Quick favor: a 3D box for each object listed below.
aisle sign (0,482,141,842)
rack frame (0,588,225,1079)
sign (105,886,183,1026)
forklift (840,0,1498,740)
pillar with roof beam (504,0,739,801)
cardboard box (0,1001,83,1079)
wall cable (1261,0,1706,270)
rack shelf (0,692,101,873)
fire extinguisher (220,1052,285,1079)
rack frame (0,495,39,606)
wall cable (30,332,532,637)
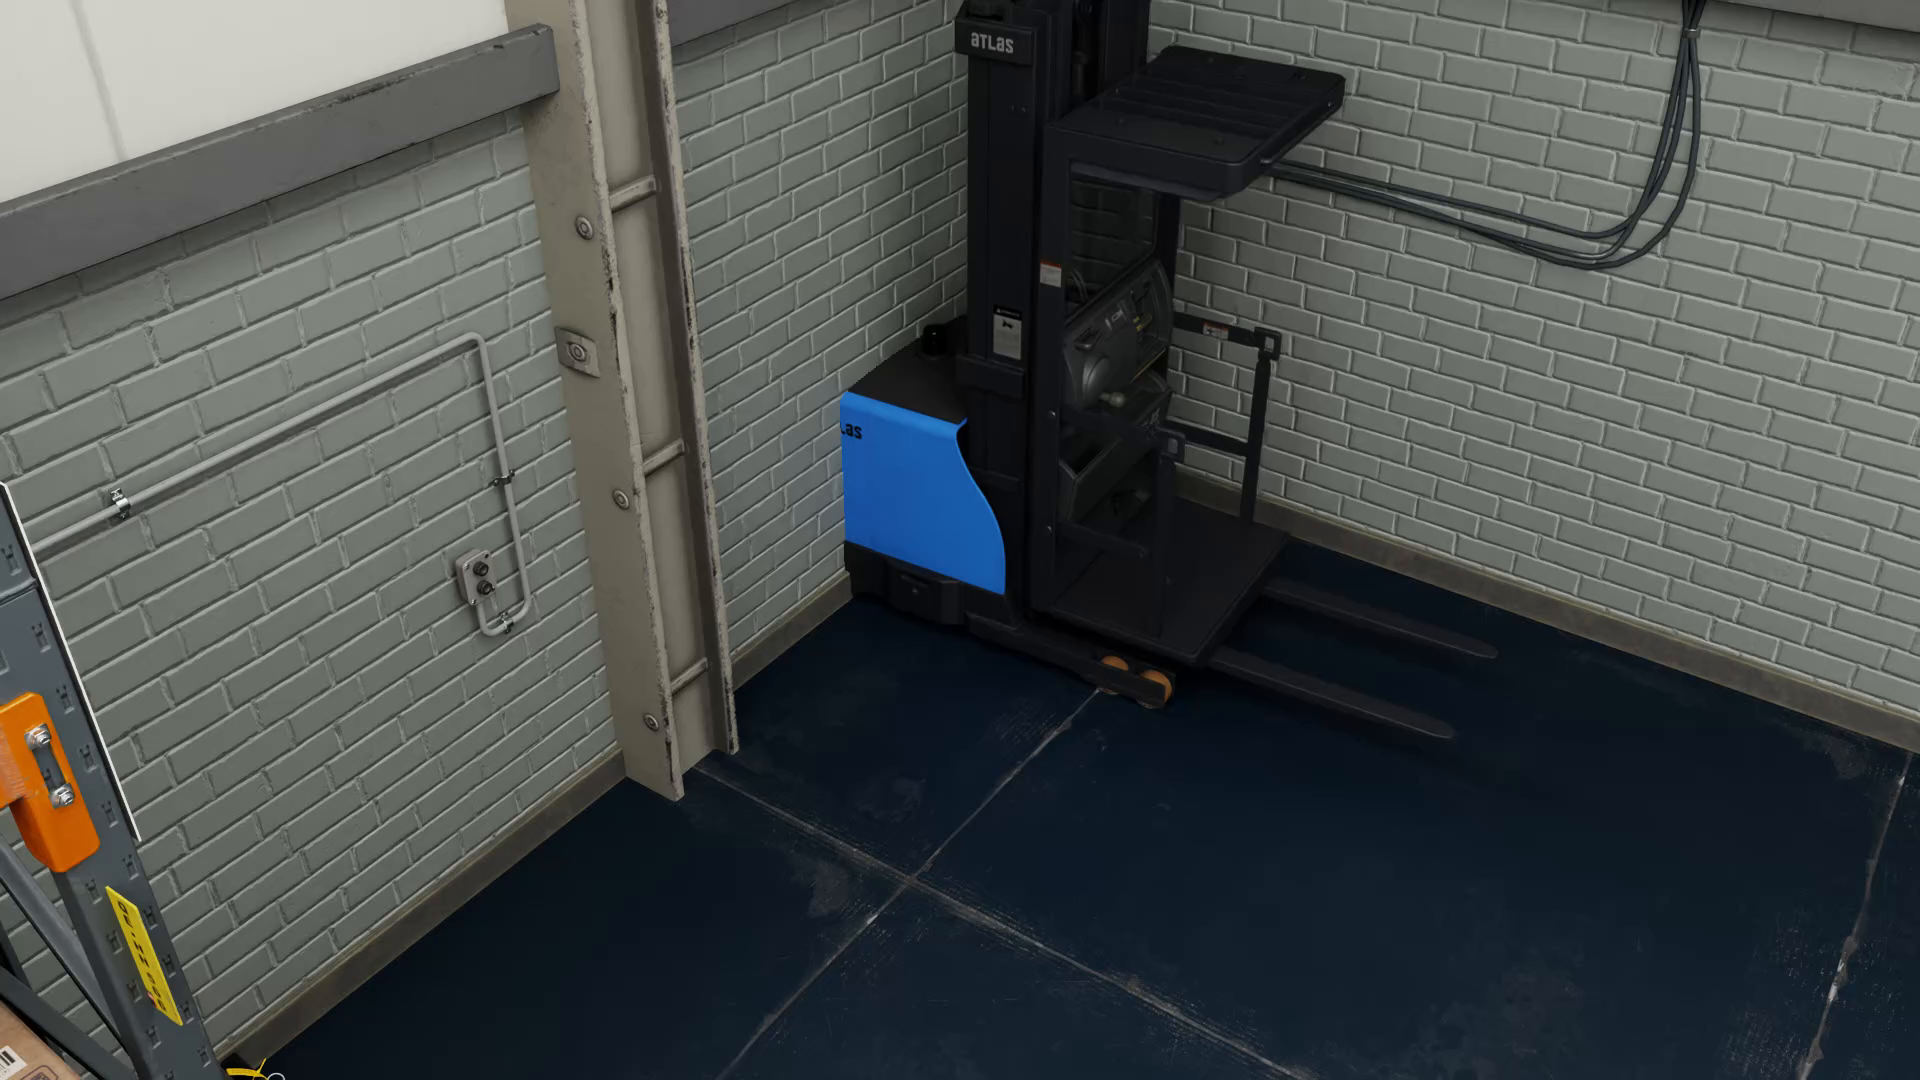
[{"bbox_3d":[-1.699,0.176,2.992,0.394,0.787,0.004,21,39,28],"label":"aisle sign"},{"bbox_3d":[-1.987,1.190,3.813,1.000,3.000,0.127,21,39,28],"label":"rack frame"},{"bbox_3d":[-1.549,0.792,3.156,0.100,0.325,0.005,21,39,28],"label":"sign"},{"bbox_3d":[0.843,-0.827,6.856,3.031,2.935,1.130,18,38,25],"label":"forklift"},{"bbox_3d":[2.379,-1.439,2.345,9.100,9.000,0.400,21,39,28],"label":"pillar with roof beam"},{"bbox_3d":[-2.269,1.304,3.377,0.980,0.700,0.700,23,40,30],"label":"cardboard box"},{"bbox_3d":[1.532,-2.498,6.682,3.097,2.526,0.112,21,39,28],"label":"wall cable"},{"bbox_3d":[-3.127,1.166,1.813,1.077,0.370,4.000,21,39,28],"label":"rack shelf"},{"bbox_3d":[-1.521,1.454,3.823,0.296,0.674,0.183,21,39,28],"label":"fire extinguisher"},{"bbox_3d":[-1.987,-1.295,2.132,1.000,3.000,0.127,21,39,28],"label":"rack frame"},{"bbox_3d":[-2.034,-0.122,4.846,0.084,1.984,1.851,21,39,28],"label":"wall cable"}]
